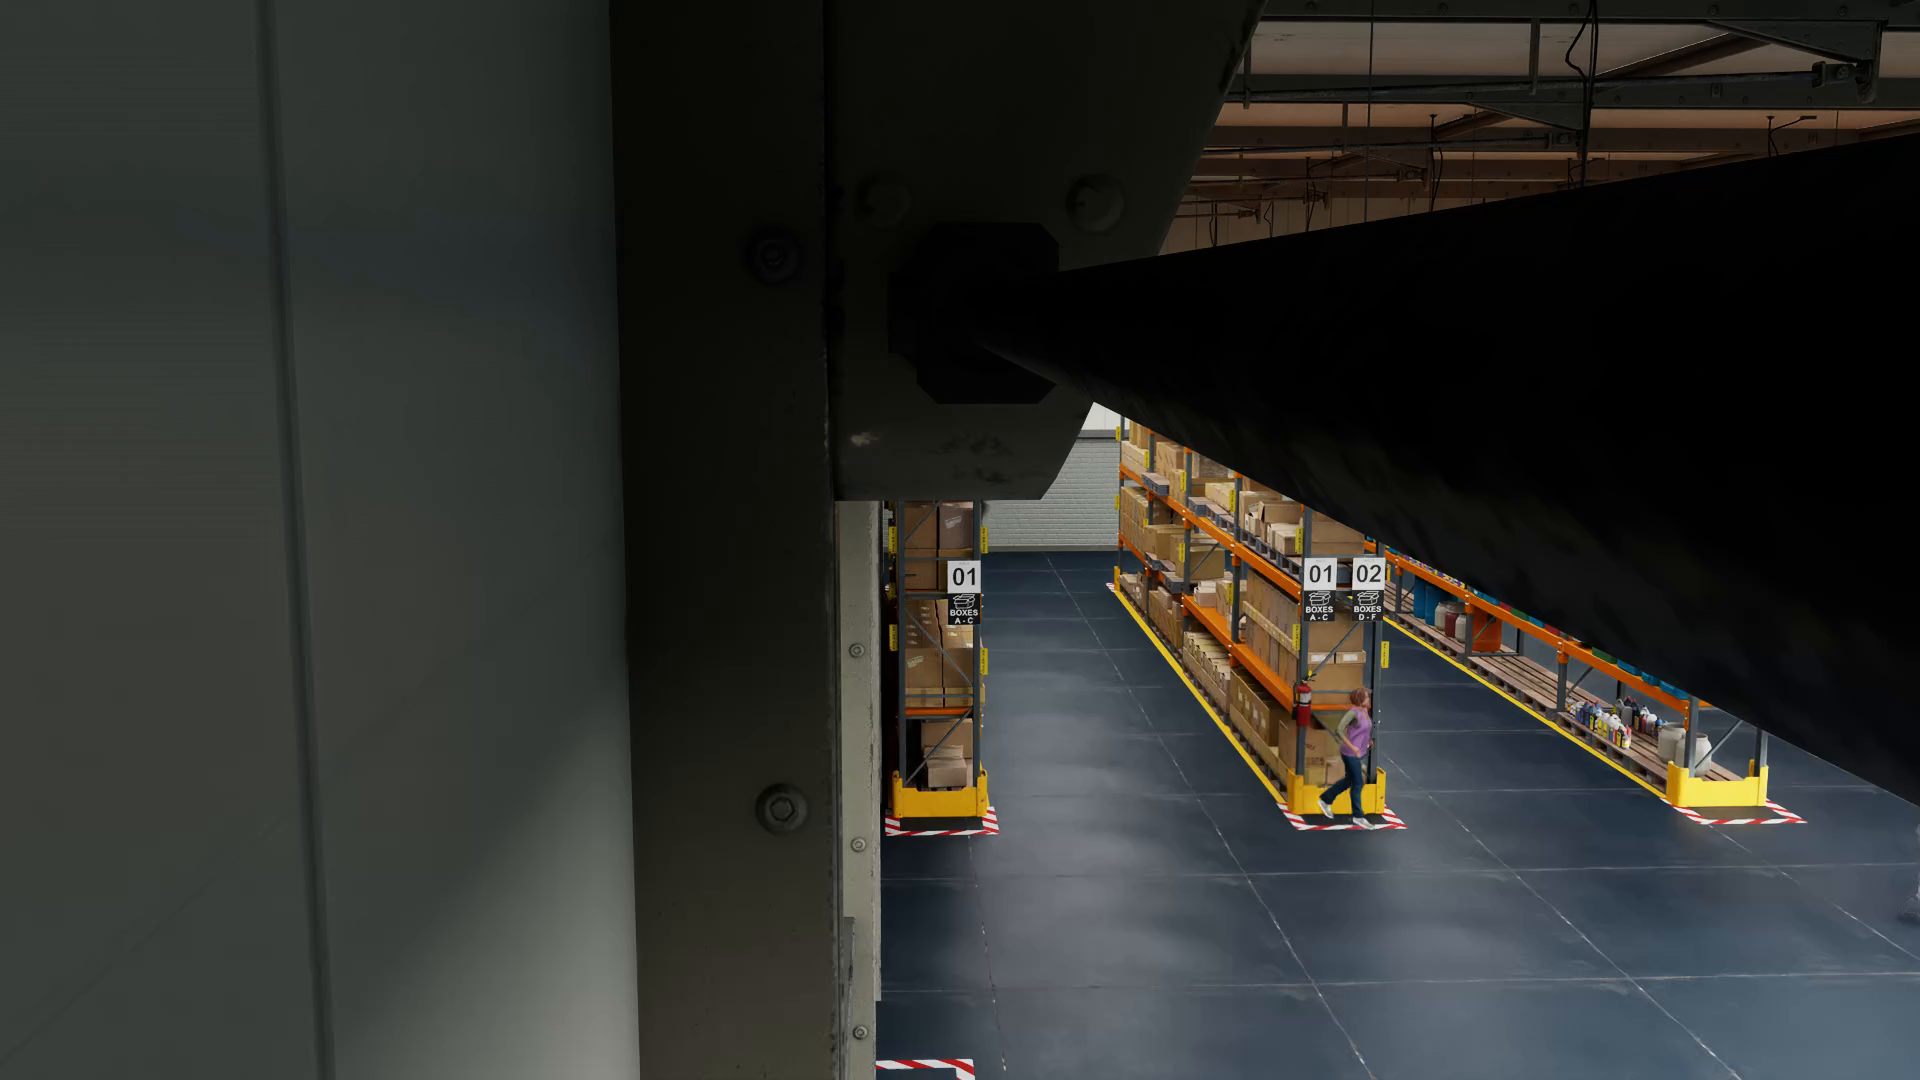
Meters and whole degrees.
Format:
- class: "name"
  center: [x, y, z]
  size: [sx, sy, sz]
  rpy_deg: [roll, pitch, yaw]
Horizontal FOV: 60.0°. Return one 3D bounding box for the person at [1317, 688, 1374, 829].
- class: "person"
  center: [4.535, 2.499, 19.338]
  size: [0.687, 1.623, 0.549]
  rpy_deg: [5, 9, 30]
